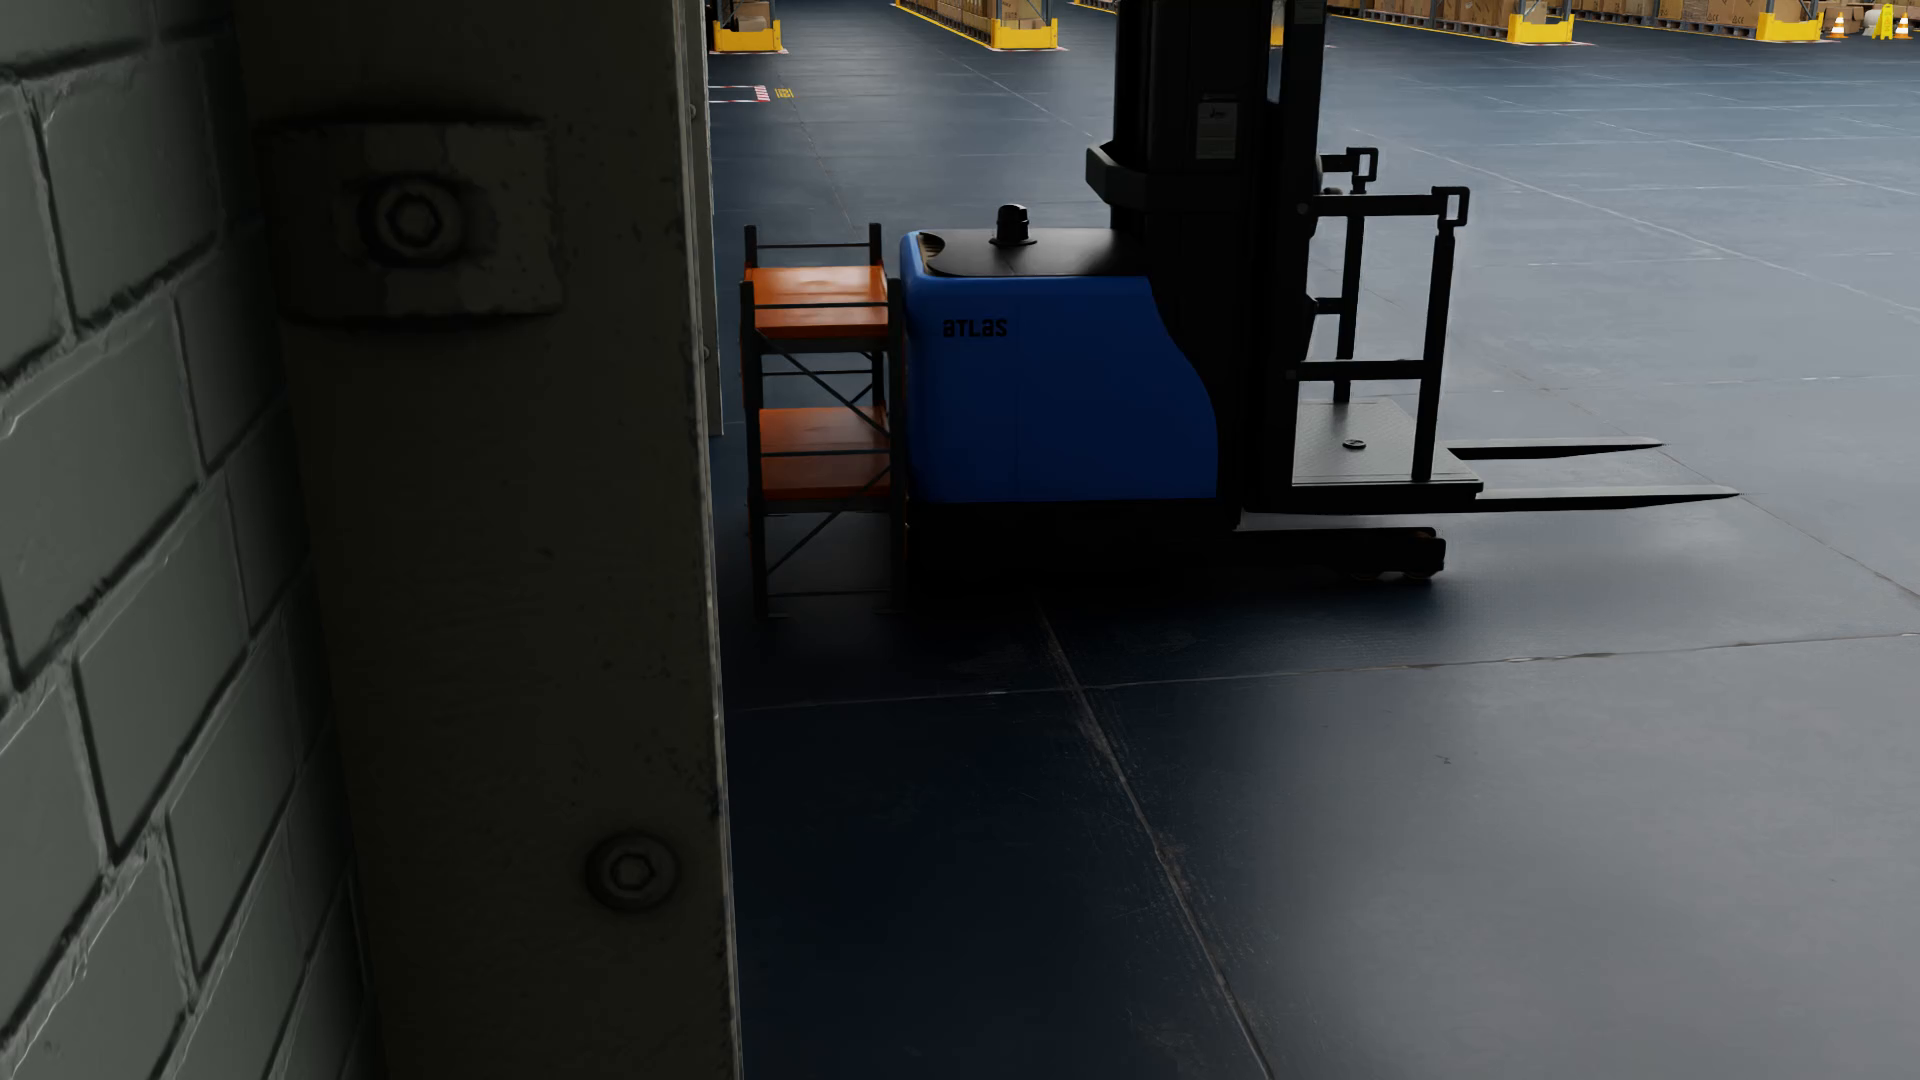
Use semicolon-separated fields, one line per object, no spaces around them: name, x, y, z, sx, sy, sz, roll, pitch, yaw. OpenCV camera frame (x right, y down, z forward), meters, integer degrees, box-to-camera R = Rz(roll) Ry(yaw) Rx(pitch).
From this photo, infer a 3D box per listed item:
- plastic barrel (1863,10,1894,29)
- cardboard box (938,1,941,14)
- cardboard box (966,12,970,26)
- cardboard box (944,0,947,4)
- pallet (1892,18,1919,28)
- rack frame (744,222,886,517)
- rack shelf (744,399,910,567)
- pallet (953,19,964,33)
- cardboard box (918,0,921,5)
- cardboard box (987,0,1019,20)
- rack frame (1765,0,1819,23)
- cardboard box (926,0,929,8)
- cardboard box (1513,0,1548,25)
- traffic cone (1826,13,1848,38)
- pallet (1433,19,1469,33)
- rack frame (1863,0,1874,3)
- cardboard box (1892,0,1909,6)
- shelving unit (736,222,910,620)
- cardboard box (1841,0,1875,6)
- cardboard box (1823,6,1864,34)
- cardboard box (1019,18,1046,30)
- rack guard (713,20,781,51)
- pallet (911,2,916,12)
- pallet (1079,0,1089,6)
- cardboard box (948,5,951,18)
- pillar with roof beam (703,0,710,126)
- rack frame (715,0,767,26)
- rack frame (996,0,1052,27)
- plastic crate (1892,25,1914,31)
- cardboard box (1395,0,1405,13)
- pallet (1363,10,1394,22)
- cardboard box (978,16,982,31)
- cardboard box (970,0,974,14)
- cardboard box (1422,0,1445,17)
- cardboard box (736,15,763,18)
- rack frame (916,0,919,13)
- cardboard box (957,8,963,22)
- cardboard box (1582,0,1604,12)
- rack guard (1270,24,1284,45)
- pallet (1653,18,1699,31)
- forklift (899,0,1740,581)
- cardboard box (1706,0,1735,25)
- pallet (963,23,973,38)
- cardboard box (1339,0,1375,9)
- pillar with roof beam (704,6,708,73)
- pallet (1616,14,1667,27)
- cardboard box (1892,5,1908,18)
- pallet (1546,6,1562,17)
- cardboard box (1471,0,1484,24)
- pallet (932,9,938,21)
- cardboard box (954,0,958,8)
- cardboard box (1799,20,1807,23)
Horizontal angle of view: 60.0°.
plastic barrel;18.966;-10.730;34.341;0.512;0.421;0.421;12;24;30
cardboard box;-0.216;-11.783;36.806;0.500;0.250;0.500;-3;21;-8
cardboard box;0.409;-10.245;32.688;0.500;0.250;0.500;-3;21;-8
cardboard box;-0.061;-11.687;35.749;0.500;0.311;0.500;-3;21;-9
pallet;20.317;-11.146;35.758;1.003;0.211;1.213;-3;21;-8
rack frame;-0.540;-0.631;6.298;0.500;1.125;0.032;-2;21;-6
rack shelf;-0.486;-0.225;5.910;0.538;0.278;1.000;-2;21;-6
pallet;0.430;-10.632;34.381;1.003;0.211;1.213;-3;21;-8
cardboard box;-0.749;-13.310;40.511;0.500;0.500;0.500;-4;21;-10
cardboard box;0.780;-9.731;30.241;0.500;0.500;0.500;-3;21;-8
rack frame;15.878;-11.014;31.418;1.000;3.000;0.127;-3;21;-8
cardboard box;-0.525;-12.778;39.085;0.500;0.500;0.500;-4;21;-10
cardboard box;10.882;-10.041;31.787;0.500;0.500;0.500;1;20;2
traffic cone;17.207;-10.081;32.546;0.336;0.463;0.334;-3;21;-8
pallet;10.510;-10.647;34.420;1.003;0.211;1.213;-3;21;-8
rack frame;20.185;-12.683;35.888;1.000;3.000;0.127;-3;21;-8
cardboard box;20.092;-11.541;35.086;0.500;0.500;0.500;-2;21;-6
shelving unit;-0.486;-0.454;5.824;0.538;1.125;1.048;-2;21;-6
cardboard box;20.107;-11.831;36.760;0.950;0.372;0.625;-3;21;-7
cardboard box;18.003;-10.610;33.903;0.637;0.503;0.797;17;27;39
cardboard box;1.295;-9.406;30.442;0.500;0.250;0.500;-3;21;-8
rack guard;-3.761;-8.905;29.343;1.175;0.500;0.348;-3;21;-8
pallet;-0.676;-13.387;41.756;1.003;0.211;1.213;-3;21;-8
pallet;3.828;-14.495;44.723;1.003;0.211;1.213;-3;21;-8
cardboard box;0.011;-11.251;35.384;0.500;0.250;0.500;-2;21;-7
pillar with roof beam;1.283;-9.121;17.775;9.100;9.000;0.400;-3;21;-8
rack frame;-4.326;-11.434;32.543;1.000;3.000;0.127;-3;21;-8
rack frame;1.152;-10.300;29.507;1.000;3.000;0.127;-3;21;-8
plastic crate;19.600;-10.731;34.833;0.402;0.080;0.583;-11;23;-26
cardboard box;10.100;-11.985;36.963;0.700;0.500;0.500;-1;21;-3
pallet;9.913;-11.992;38.021;1.003;0.211;1.213;-3;21;-8
cardboard box;0.624;-9.725;31.297;0.500;0.250;0.500;-3;21;-8
cardboard box;0.477;-10.423;32.093;0.500;0.500;0.500;-3;21;-8
cardboard box;10.311;-11.432;35.482;0.700;0.500;0.500;-5;21;-12
cardboard box;-3.842;-9.437;30.411;0.500;0.311;0.500;-1;21;-3
rack frame;-0.578;-14.455;40.632;1.000;3.000;0.127;-3;21;-8
cardboard box;0.229;-10.723;33.968;0.500;0.250;0.500;-3;21;-8
cardboard box;14.853;-12.409;37.767;1.050;0.750;0.750;-3;21;-7
rack guard;5.996;-9.402;30.674;1.175;0.500;0.348;-3;21;-8
pallet;15.334;-10.825;34.898;1.003;0.211;1.213;-3;21;-8
forklift;1.299;-1.414;5.813;3.031;2.935;1.130;-1;21;-3
cardboard box;15.586;-10.751;33.151;0.875;0.875;0.875;-3;21;-9
pallet;0.648;-10.102;32.960;1.003;0.211;1.213;-3;21;-8
cardboard box;9.723;-13.010;39.199;1.225;0.875;0.875;-4;21;-10
pillar with roof beam;0.418;-11.198;23.337;9.100;9.000;0.400;-3;21;-8
pallet;15.116;-11.356;36.319;1.003;0.211;1.213;-3;21;-8
cardboard box;20.091;-11.190;35.219;0.500;0.250;0.500;-2;21;-5
pallet;14.614;-12.748;40.046;1.003;0.211;1.213;-3;21;-8
cardboard box;10.654;-10.660;33.443;0.500;0.500;0.500;-5;21;-13
pallet;-0.072;-12.024;38.109;1.003;0.211;1.213;-3;21;-8
cardboard box;0.152;-11.162;34.343;0.500;0.311;0.500;-2;21;-6
cardboard box;17.372;-10.616;34.259;0.396;0.266;0.258;1;20;2
